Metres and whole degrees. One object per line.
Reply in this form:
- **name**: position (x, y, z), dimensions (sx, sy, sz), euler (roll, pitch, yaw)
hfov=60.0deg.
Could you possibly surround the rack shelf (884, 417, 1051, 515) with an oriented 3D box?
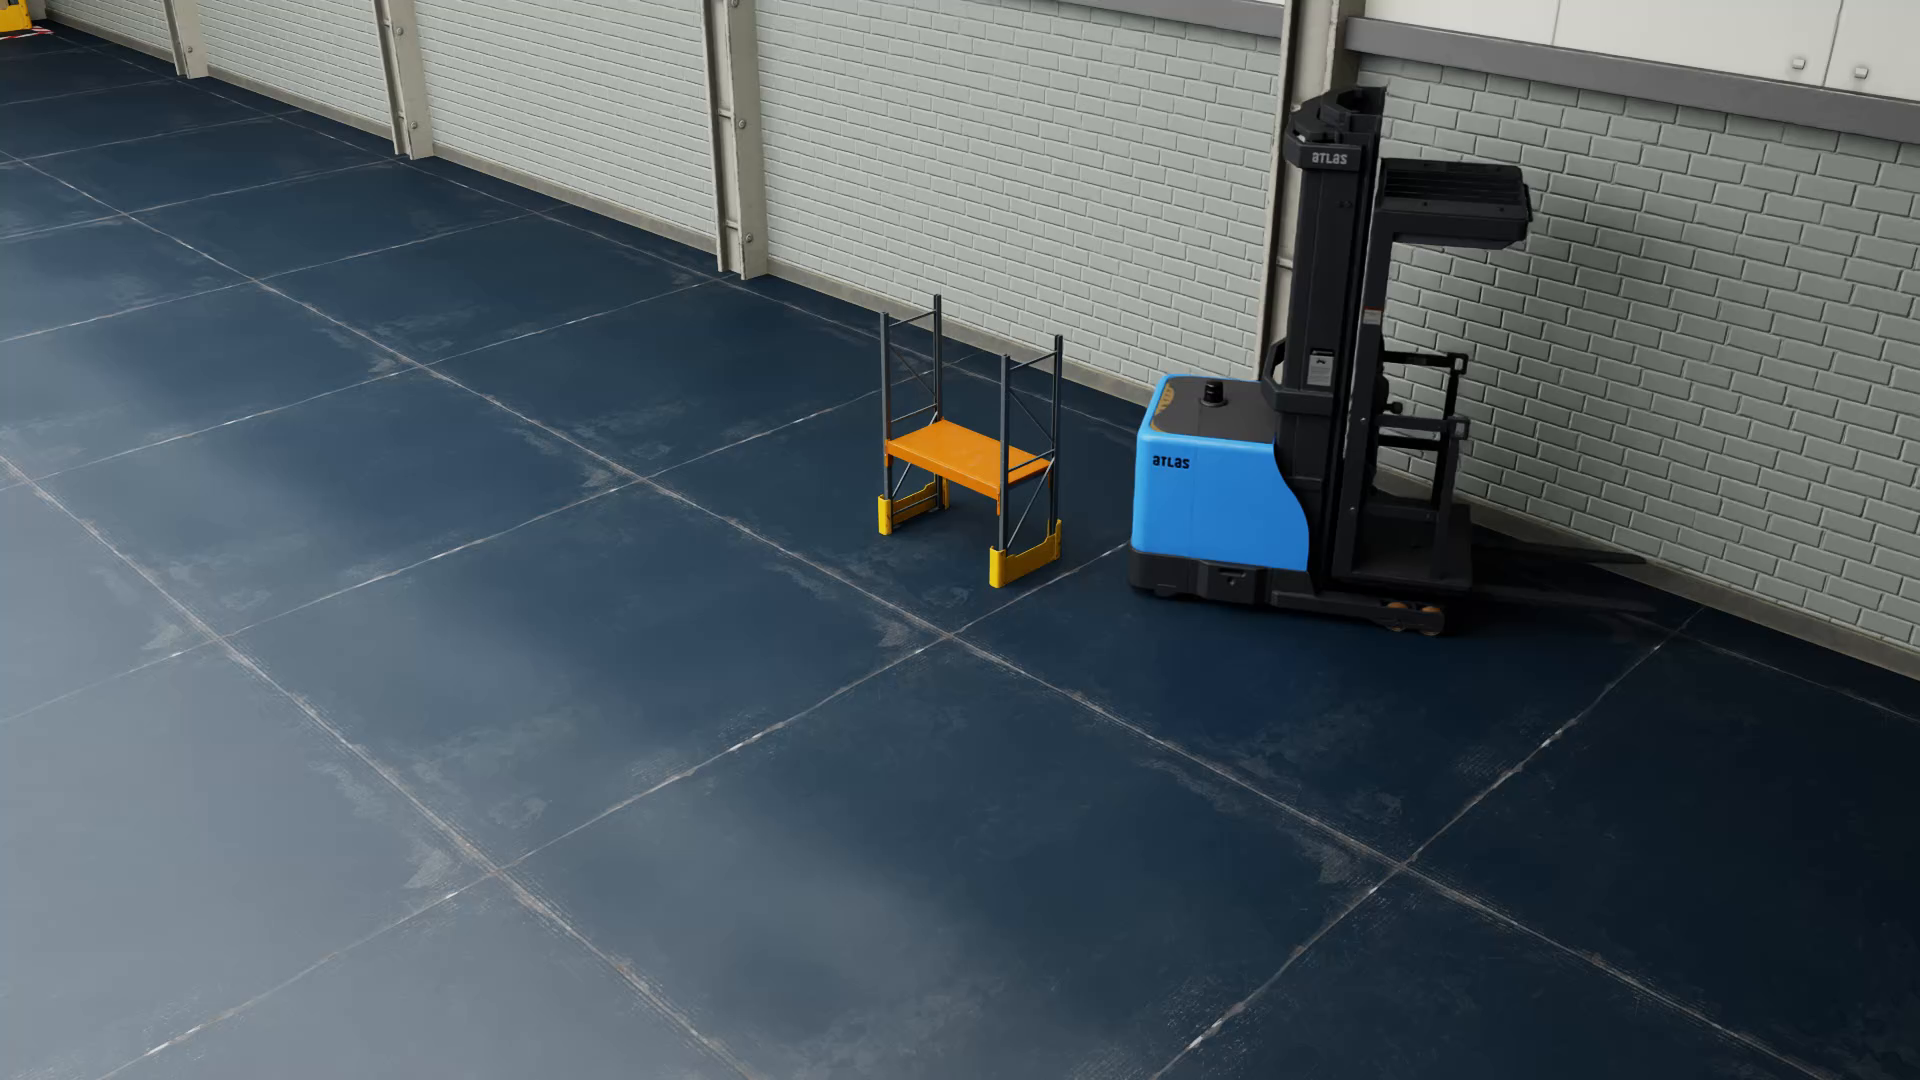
- **rack shelf**: position (0.061, -0.477, 10.425), dimensions (1.000, 0.185, 0.538), euler (25, 36, 38)

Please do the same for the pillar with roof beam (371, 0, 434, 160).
- **pillar with roof beam**: position (-9.310, -7.017, 14.418), dimensions (0.400, 9.000, 9.100), euler (25, 36, 38)

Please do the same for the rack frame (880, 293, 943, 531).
- **rack frame**: position (-0.302, -0.802, 10.657), dimensions (0.032, 1.500, 0.500), euler (25, 36, 38)

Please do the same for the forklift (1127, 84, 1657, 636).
- **forklift**: position (2.594, -1.015, 9.525), dimensions (3.031, 2.935, 1.130), euler (7, 29, 13)

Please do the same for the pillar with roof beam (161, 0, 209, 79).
- **pillar with roof beam**: position (-13.588, -8.974, 18.142), dimensions (0.400, 9.000, 9.100), euler (25, 36, 38)

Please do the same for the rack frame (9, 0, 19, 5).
- **rack frame**: position (-14.984, -9.179, 24.977), dimensions (0.127, 3.000, 1.000), euler (25, 36, 38)

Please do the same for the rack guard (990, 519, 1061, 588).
- **rack guard**: position (0.409, 0.077, 10.329), dimensions (0.087, 0.250, 0.587), euler (25, 36, 38)

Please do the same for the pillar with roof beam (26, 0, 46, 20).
- **pillar with roof beam**: position (-17.867, -10.932, 21.865), dimensions (0.400, 9.000, 9.100), euler (25, 36, 38)

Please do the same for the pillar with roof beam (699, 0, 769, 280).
- **pillar with roof beam**: position (-5.031, -5.059, 10.695), dimensions (0.400, 9.000, 9.100), euler (25, 36, 38)

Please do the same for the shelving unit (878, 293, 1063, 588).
- **shelving unit**: position (0.054, -0.639, 10.347), dimensions (1.083, 1.500, 0.587), euler (25, 36, 38)

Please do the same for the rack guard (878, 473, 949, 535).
- **rack guard**: position (-0.301, -0.248, 10.947), dimensions (0.087, 0.250, 0.587), euler (25, 36, 38)

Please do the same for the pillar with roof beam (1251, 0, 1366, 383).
- **pillar with roof beam**: position (-0.753, -3.101, 6.972), dimensions (0.400, 9.000, 9.100), euler (25, 36, 38)

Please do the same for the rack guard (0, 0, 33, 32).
- **rack guard**: position (-14.967, -8.065, 25.544), dimensions (0.348, 0.500, 1.175), euler (25, 36, 38)

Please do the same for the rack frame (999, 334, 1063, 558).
- **rack frame**: position (0.423, -0.470, 10.026), dimensions (0.032, 1.500, 0.500), euler (25, 36, 38)

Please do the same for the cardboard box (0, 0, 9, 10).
- **cardboard box**: position (-15.197, -8.373, 25.948), dimensions (0.500, 0.250, 0.500), euler (25, 37, 39)
